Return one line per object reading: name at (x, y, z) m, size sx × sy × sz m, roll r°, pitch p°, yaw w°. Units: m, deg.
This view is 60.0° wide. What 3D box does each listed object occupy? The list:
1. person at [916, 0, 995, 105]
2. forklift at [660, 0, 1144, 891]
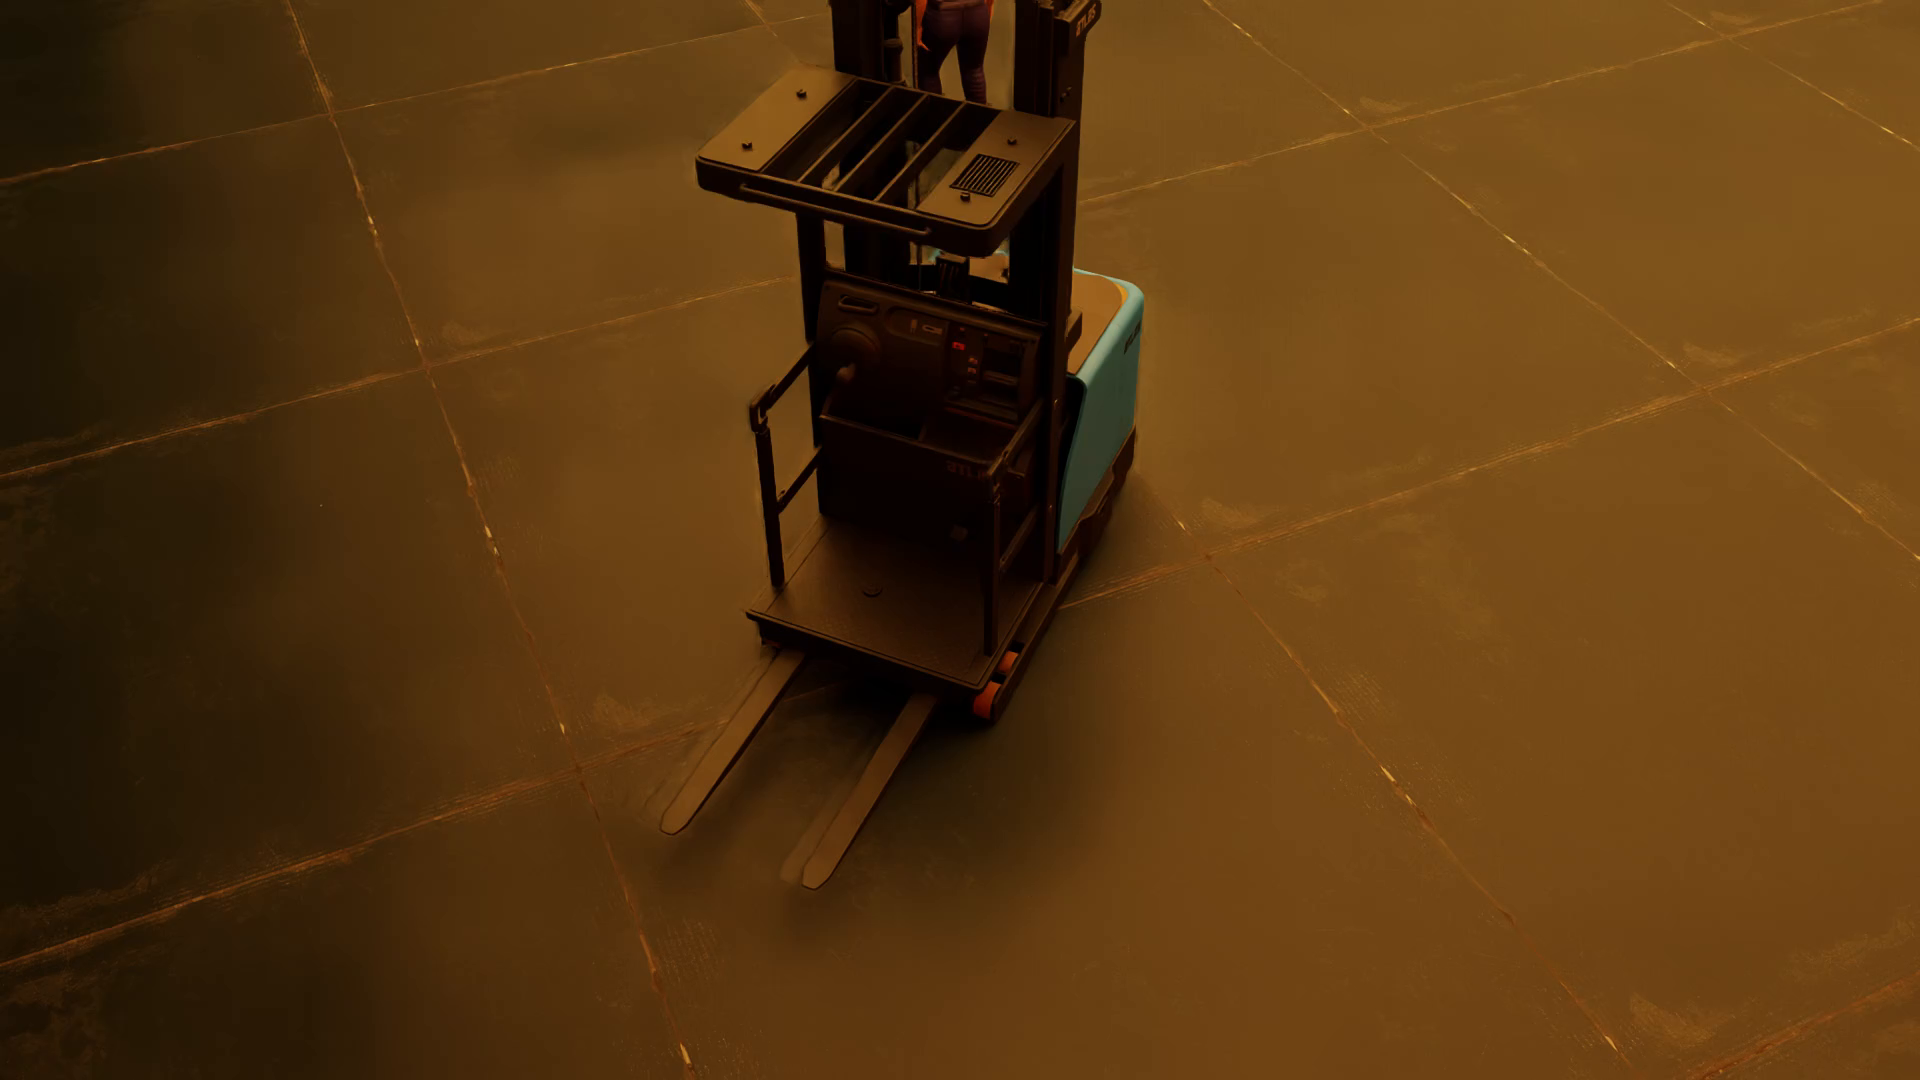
person at (-0.058, -3.140, 10.010) m, size 0.555 × 1.676 × 0.458 m, roll -15°, pitch 45°, yaw -16°
forklift at (-0.219, -0.654, 6.381) m, size 1.130 × 2.935 × 3.031 m, roll 17°, pitch 46°, yaw 17°
